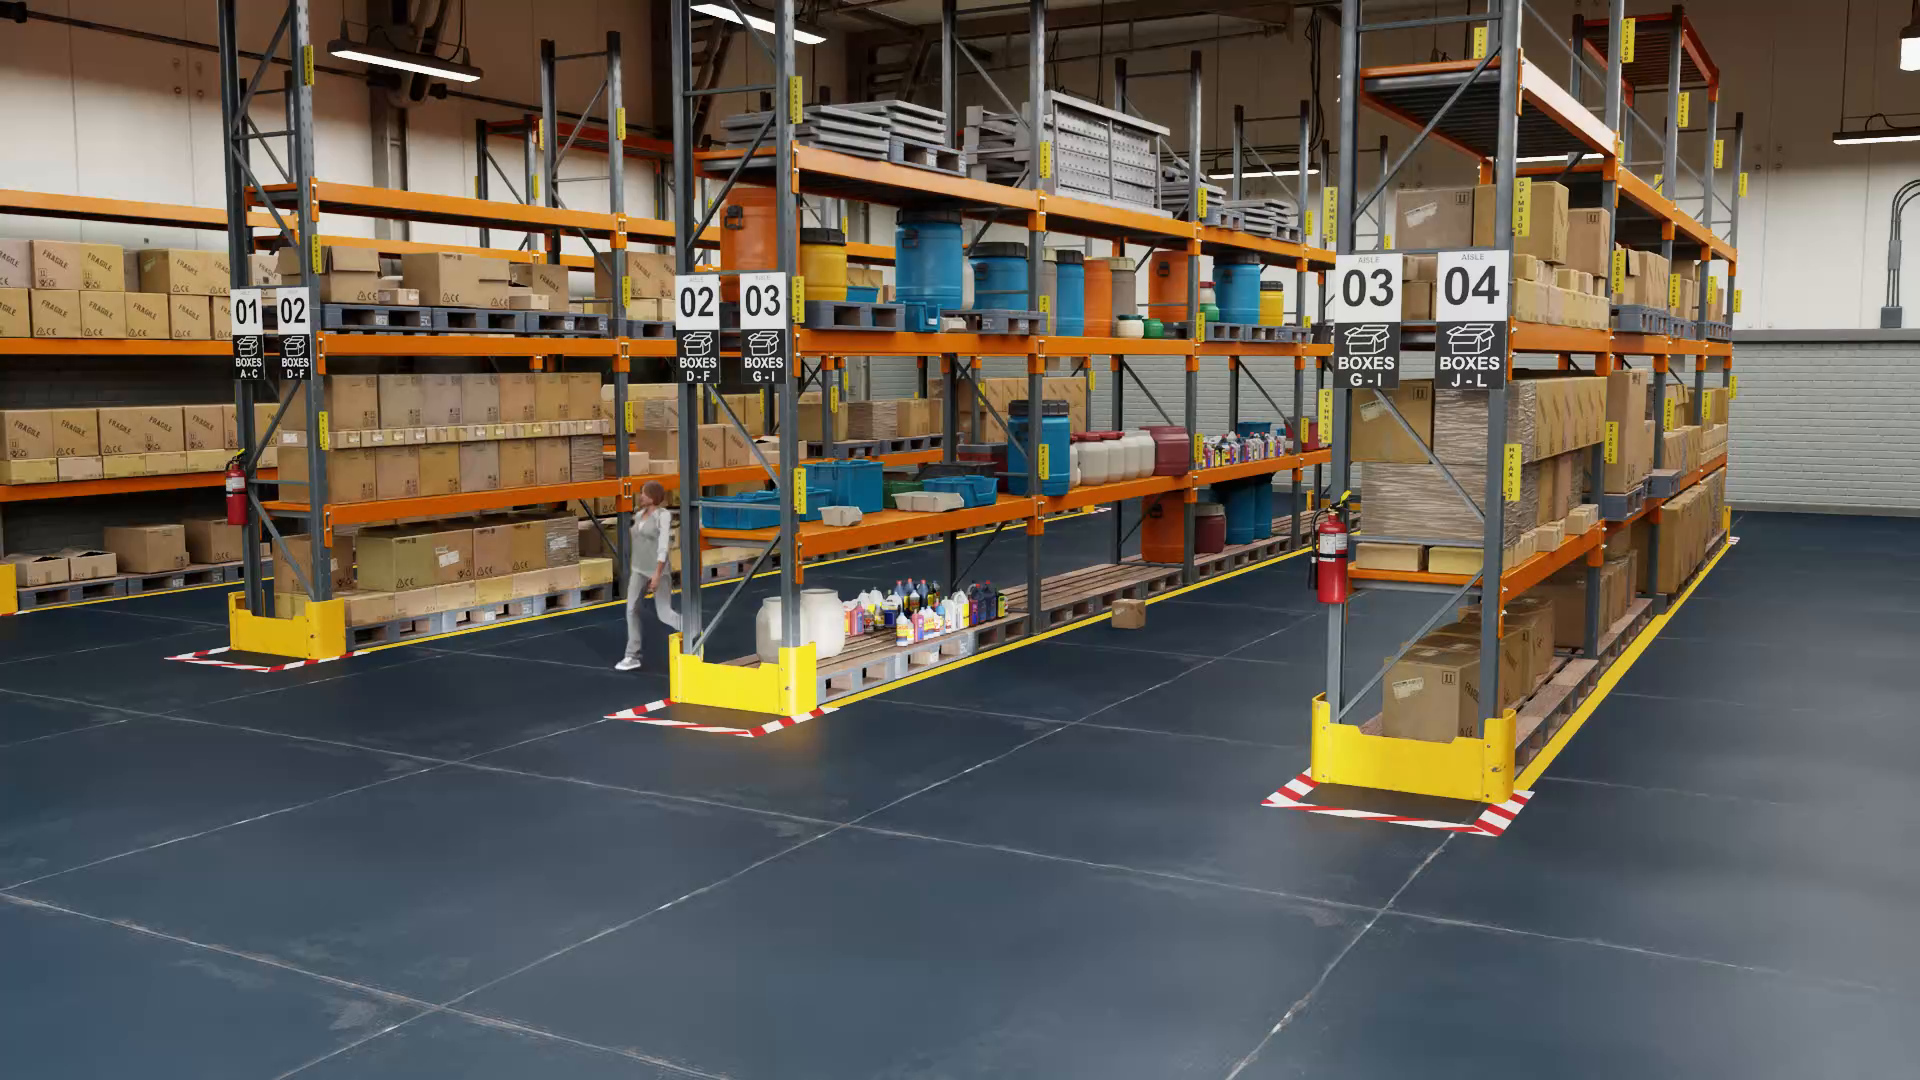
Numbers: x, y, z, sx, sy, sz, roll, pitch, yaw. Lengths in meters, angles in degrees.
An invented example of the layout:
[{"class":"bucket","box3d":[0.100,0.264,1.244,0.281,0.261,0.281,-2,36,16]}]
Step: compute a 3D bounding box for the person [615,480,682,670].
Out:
[{"class":"person","box3d":[-2.566,0.273,13.971,0.398,1.556,0.857,4,7,30]}]
